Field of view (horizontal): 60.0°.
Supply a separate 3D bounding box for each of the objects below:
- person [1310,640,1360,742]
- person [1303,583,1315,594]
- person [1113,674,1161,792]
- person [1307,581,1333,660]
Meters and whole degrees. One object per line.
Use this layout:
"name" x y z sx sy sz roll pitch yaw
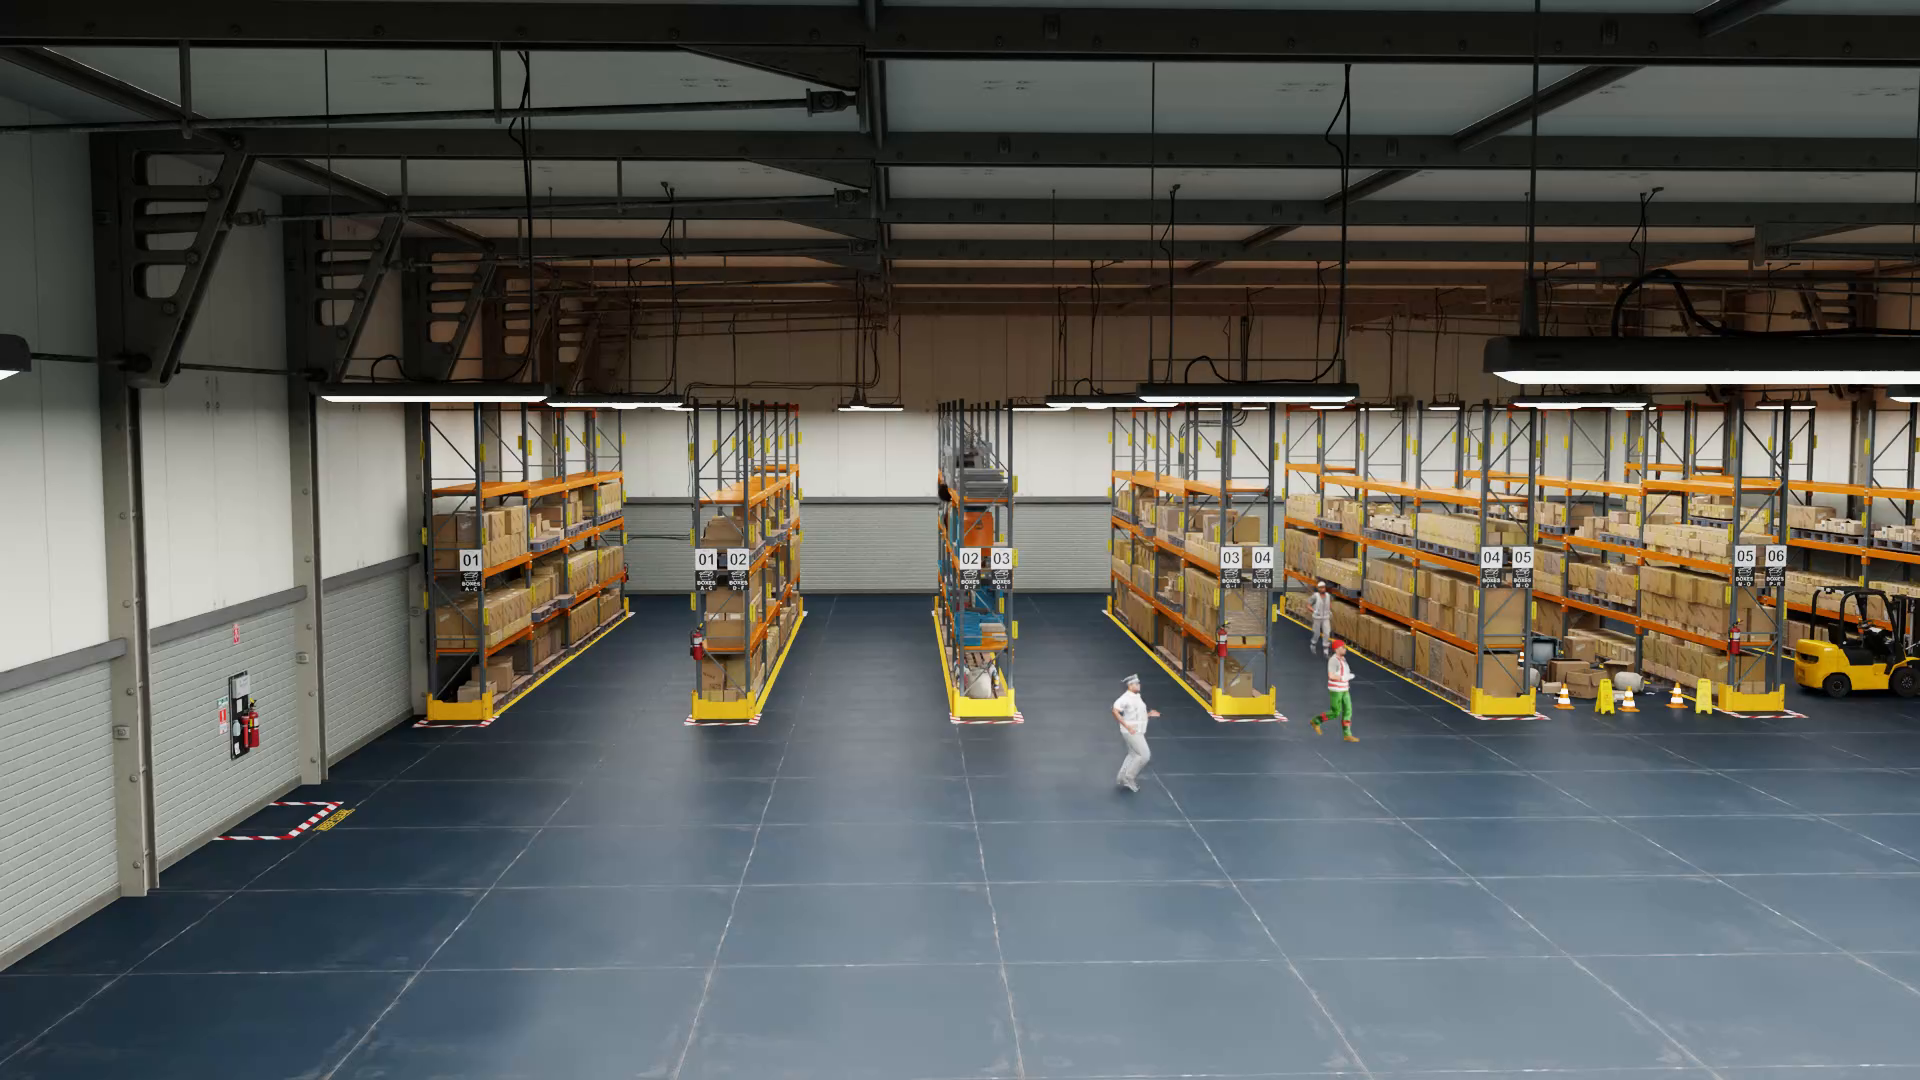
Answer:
"person" 6.576 2.622 29.049 0.899 1.769 0.657 3 5 37
"person" 10.356 1.184 48.972 0.615 1.689 0.718 4 6 44
"person" 2.693 2.933 25.302 0.677 1.802 0.645 1 5 19
"person" 8.425 1.867 38.917 0.658 1.813 0.905 -1 4 -7
